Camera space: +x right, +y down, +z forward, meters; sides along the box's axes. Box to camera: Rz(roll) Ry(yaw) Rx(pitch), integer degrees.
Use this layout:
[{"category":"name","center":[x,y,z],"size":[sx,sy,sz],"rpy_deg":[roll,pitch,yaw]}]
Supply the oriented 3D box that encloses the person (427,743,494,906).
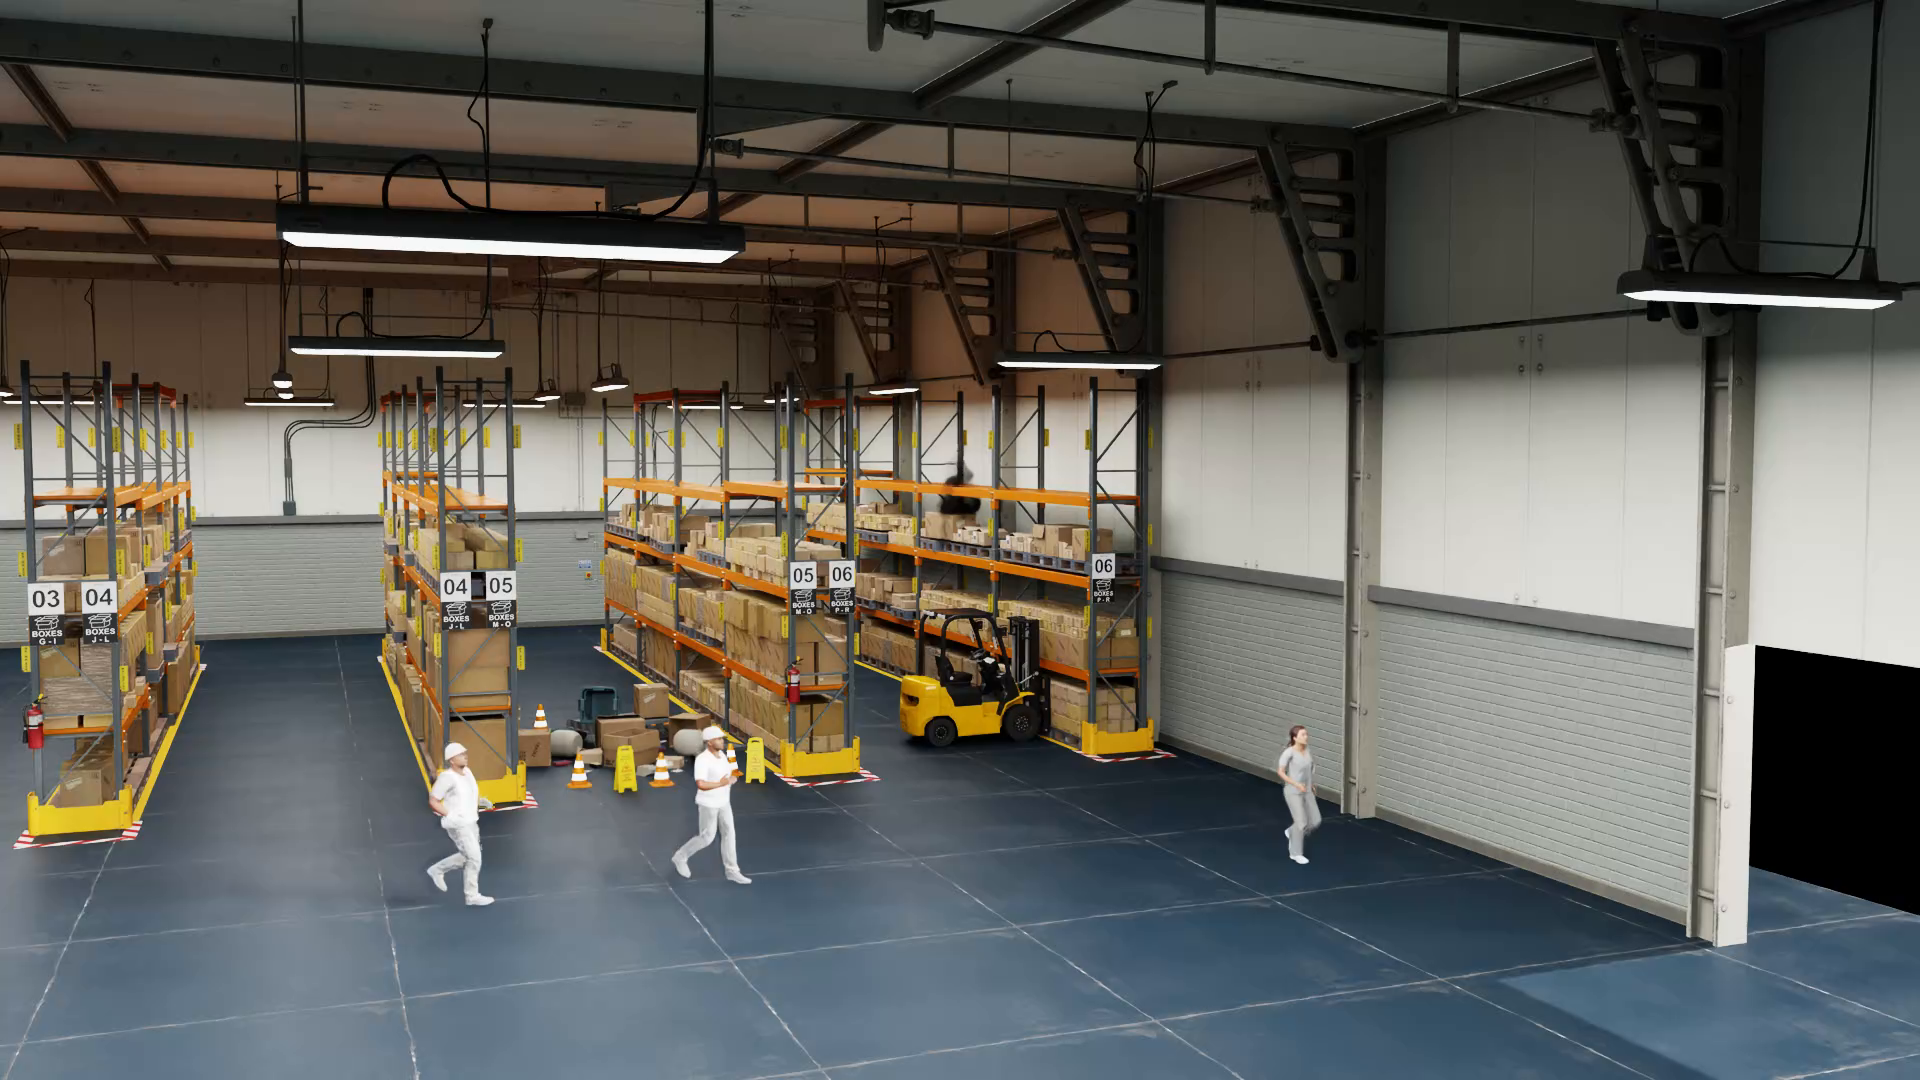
[{"category":"person","center":[-5.410,3.053,17.894],"size":[0.804,1.748,0.684],"rpy_deg":[1,3,9]}]

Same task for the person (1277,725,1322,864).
[{"category":"person","center":[3.995,3.001,19.697],"size":[0.570,1.634,0.558],"rpy_deg":[-2,4,-32]}]

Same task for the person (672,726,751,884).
[{"category":"person","center":[-2.796,2.966,18.700],"size":[0.949,1.757,0.722],"rpy_deg":[1,4,21]}]
